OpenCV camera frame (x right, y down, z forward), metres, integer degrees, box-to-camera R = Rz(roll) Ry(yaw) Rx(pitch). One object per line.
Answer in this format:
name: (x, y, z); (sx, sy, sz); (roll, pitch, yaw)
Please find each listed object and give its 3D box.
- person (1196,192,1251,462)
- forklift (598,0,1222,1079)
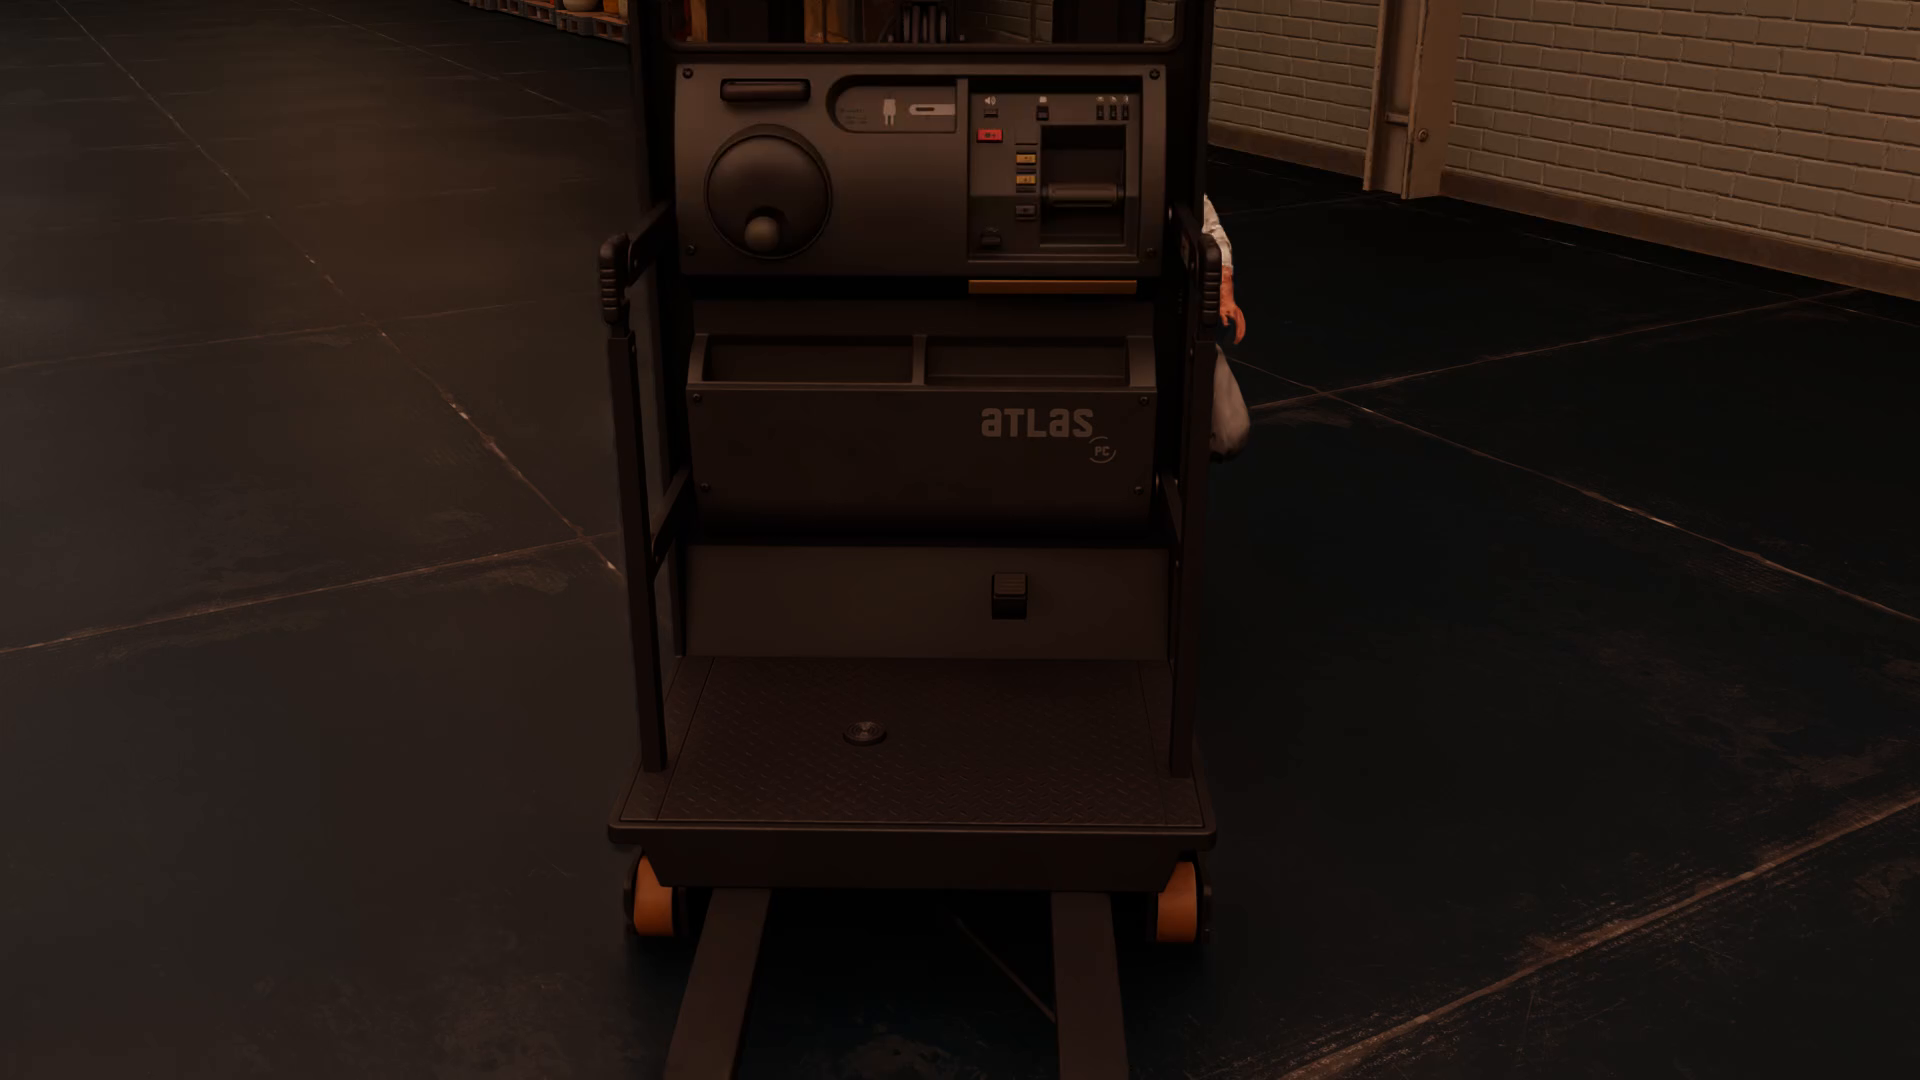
person: (0.434, -0.516, 4.495); (0.694, 1.425, 0.662); (-3, 22, -7)
forklift: (-0.078, -0.692, 2.961); (1.130, 2.935, 3.031); (0, 22, 1)
